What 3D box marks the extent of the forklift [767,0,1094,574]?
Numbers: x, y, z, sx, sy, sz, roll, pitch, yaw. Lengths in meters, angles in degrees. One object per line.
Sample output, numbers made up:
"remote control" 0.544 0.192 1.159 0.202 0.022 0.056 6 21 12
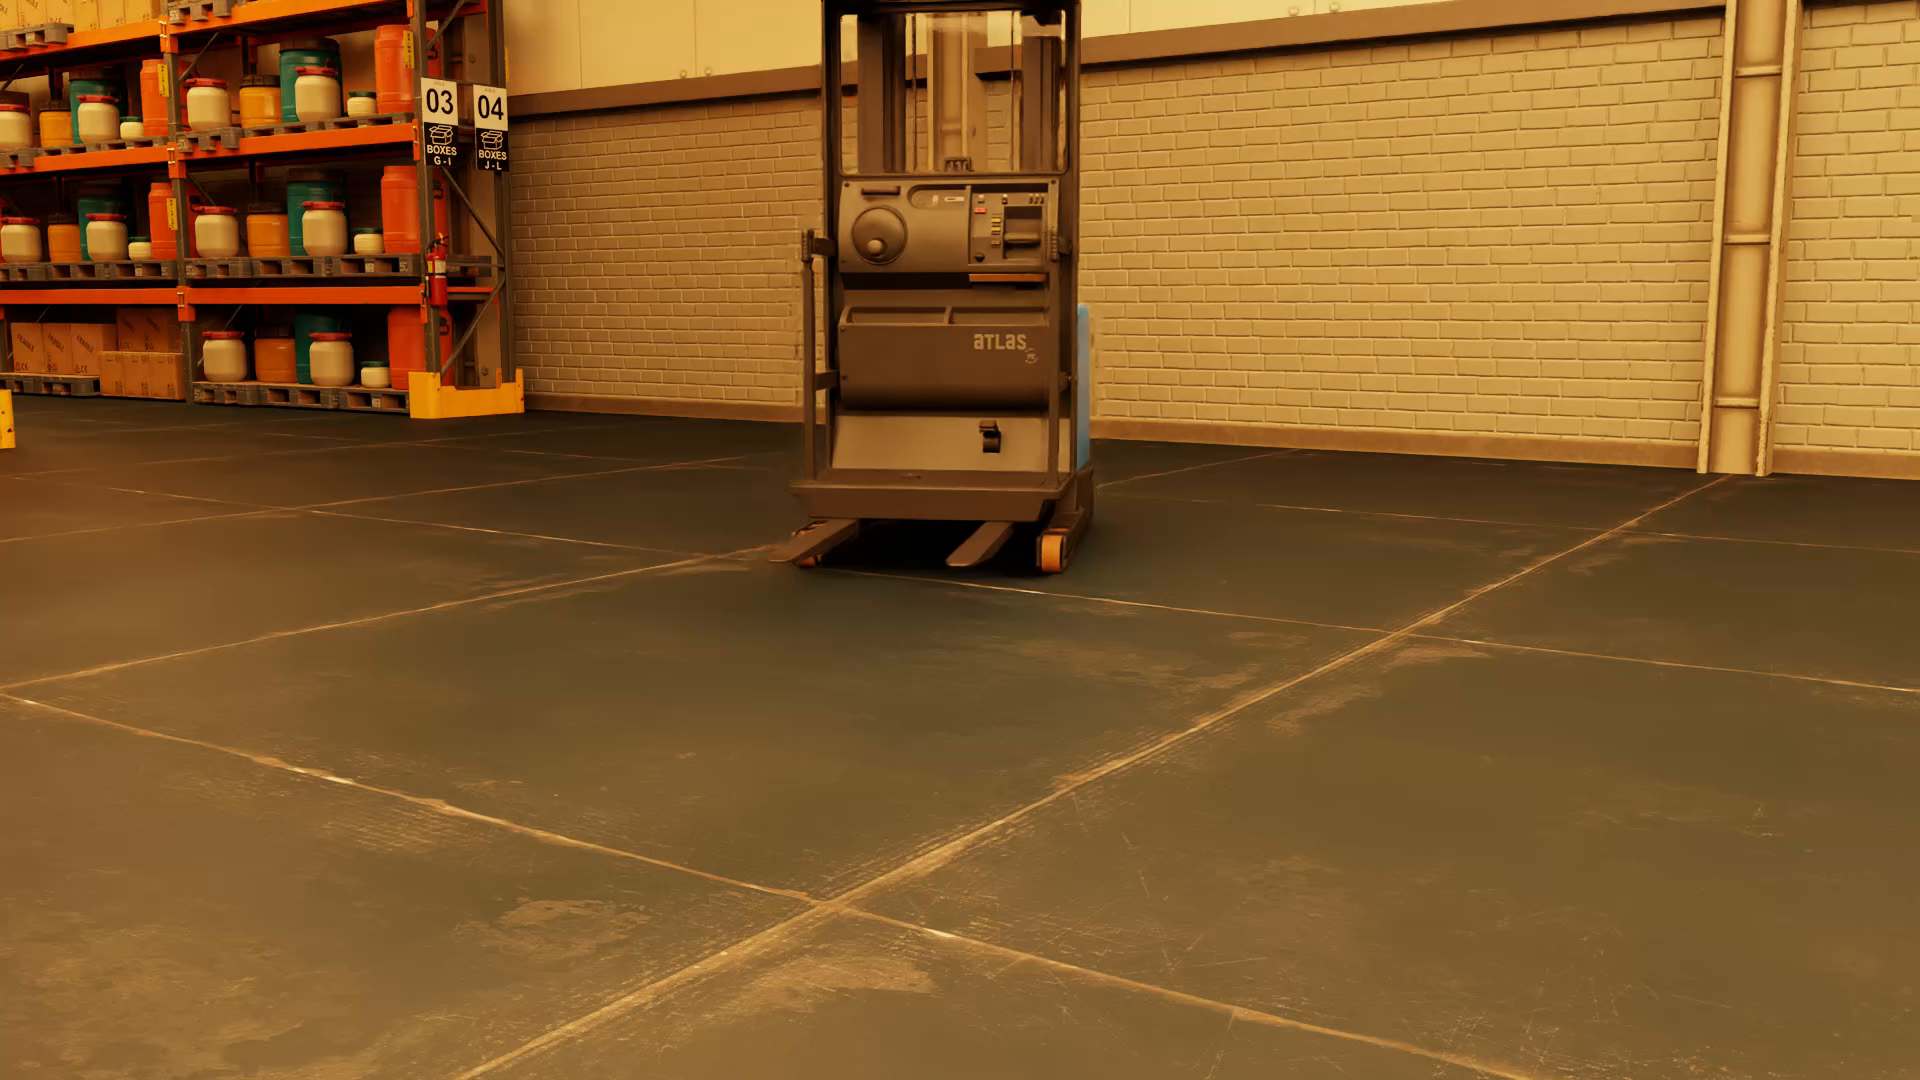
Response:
"forklift" -0.079 -1.365 6.791 1.130 2.935 3.031 1 8 9
